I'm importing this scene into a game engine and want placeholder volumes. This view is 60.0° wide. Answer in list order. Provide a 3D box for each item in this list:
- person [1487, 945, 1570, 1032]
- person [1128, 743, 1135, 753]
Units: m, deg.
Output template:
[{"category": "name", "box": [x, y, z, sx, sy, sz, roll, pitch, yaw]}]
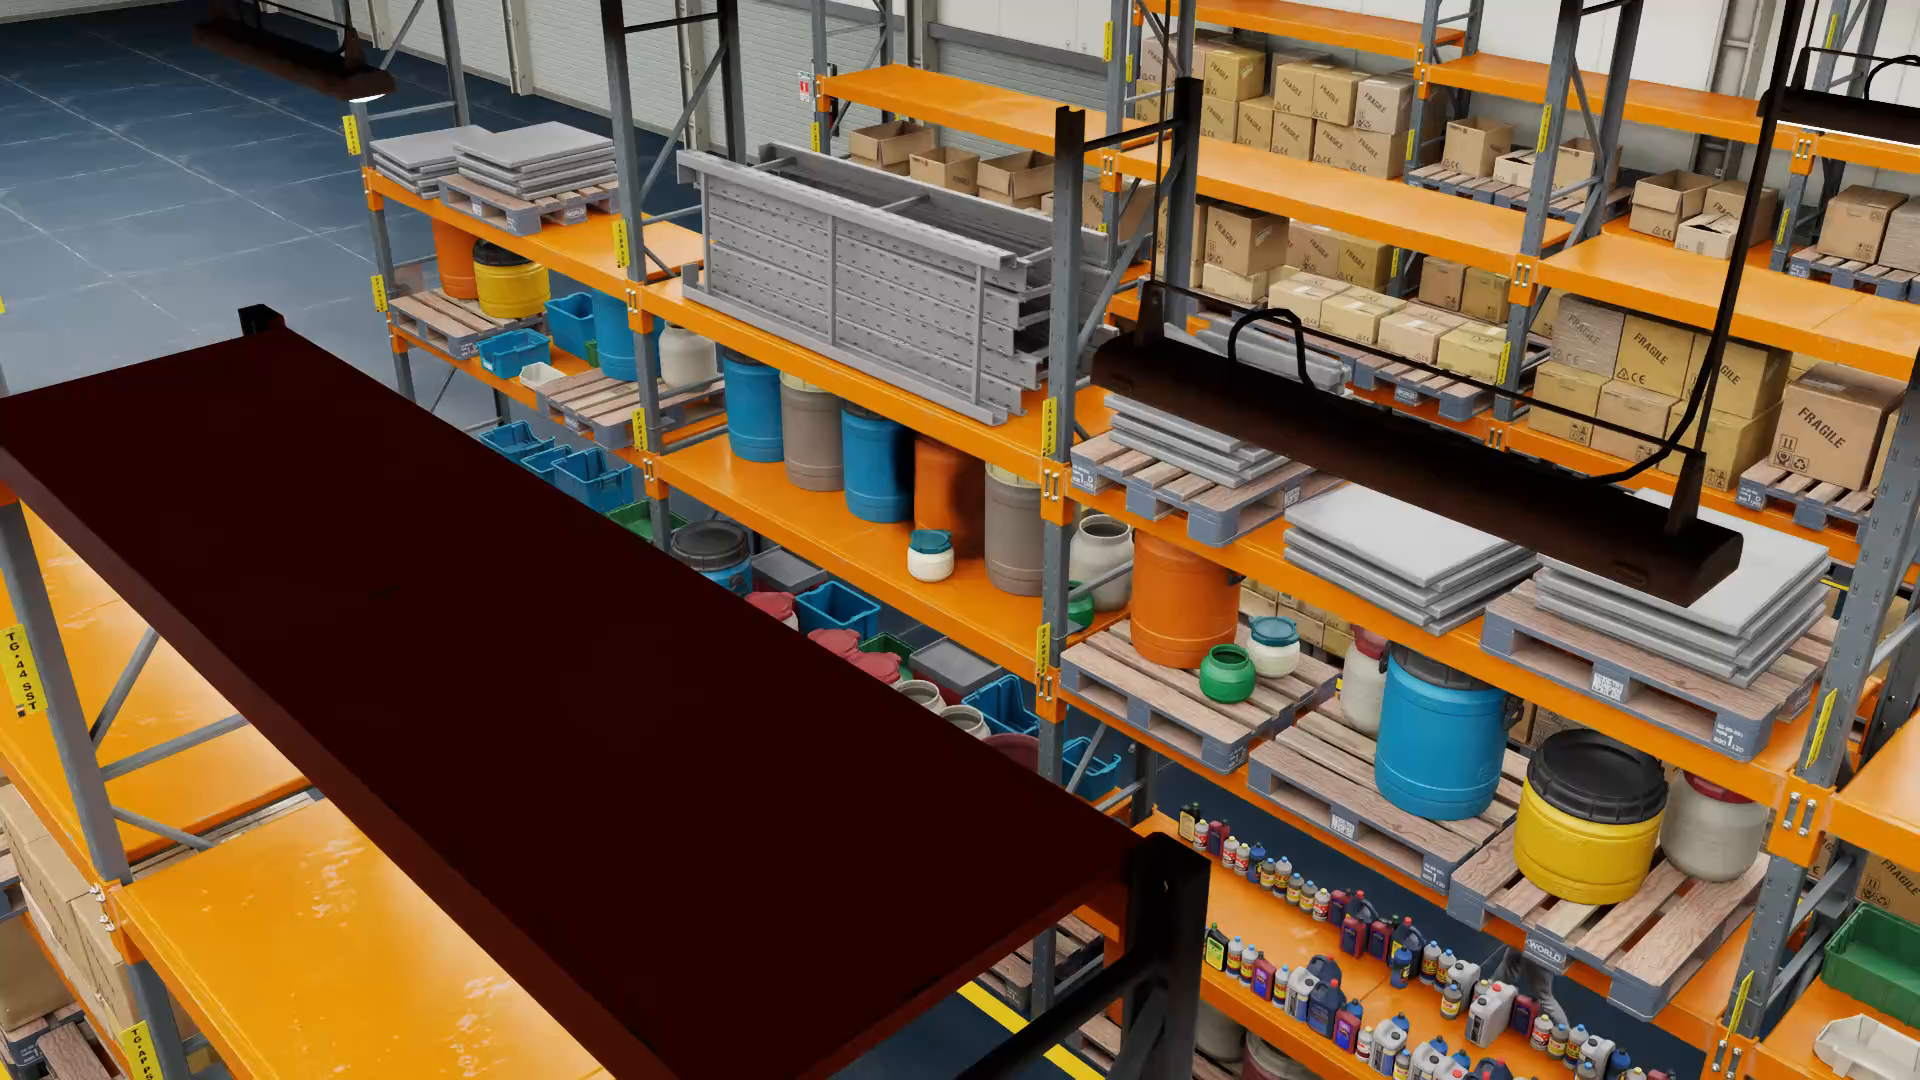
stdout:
[{"category": "person", "box": [3.662, 2.470, 10.517, 0.572, 1.689, 0.915, -24, 36, -37]}, {"category": "person", "box": [1.583, 0.935, 13.359, 0.413, 1.613, 0.484, 1, 28, 1]}]
